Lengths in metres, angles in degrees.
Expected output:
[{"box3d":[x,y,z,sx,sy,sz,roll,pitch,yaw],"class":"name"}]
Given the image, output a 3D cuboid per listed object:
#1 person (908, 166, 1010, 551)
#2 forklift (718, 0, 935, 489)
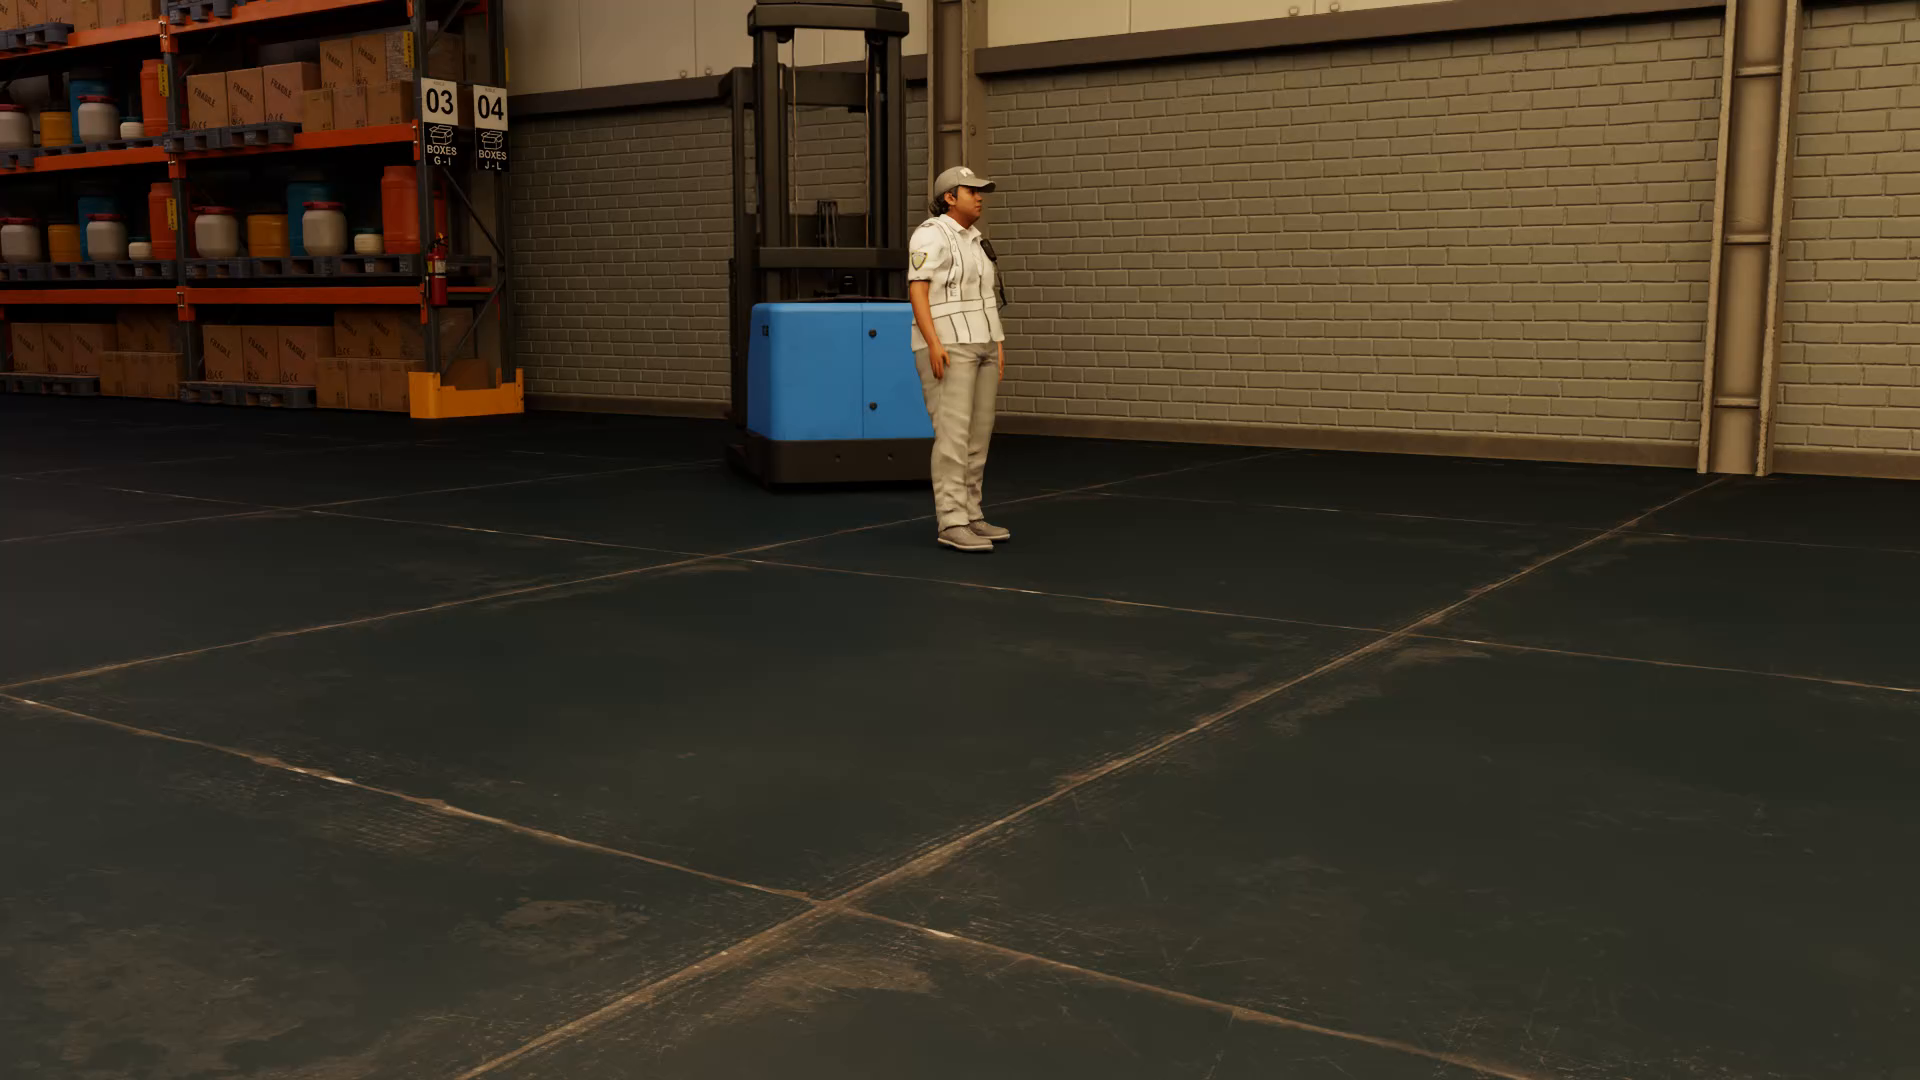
[{"box3d":[0.051,-0.824,7.424,0.529,1.670,0.597,5,10,34],"class":"person"},{"box3d":[-0.937,-1.916,10.669,1.130,2.935,3.031,-2,8,-15],"class":"forklift"}]
